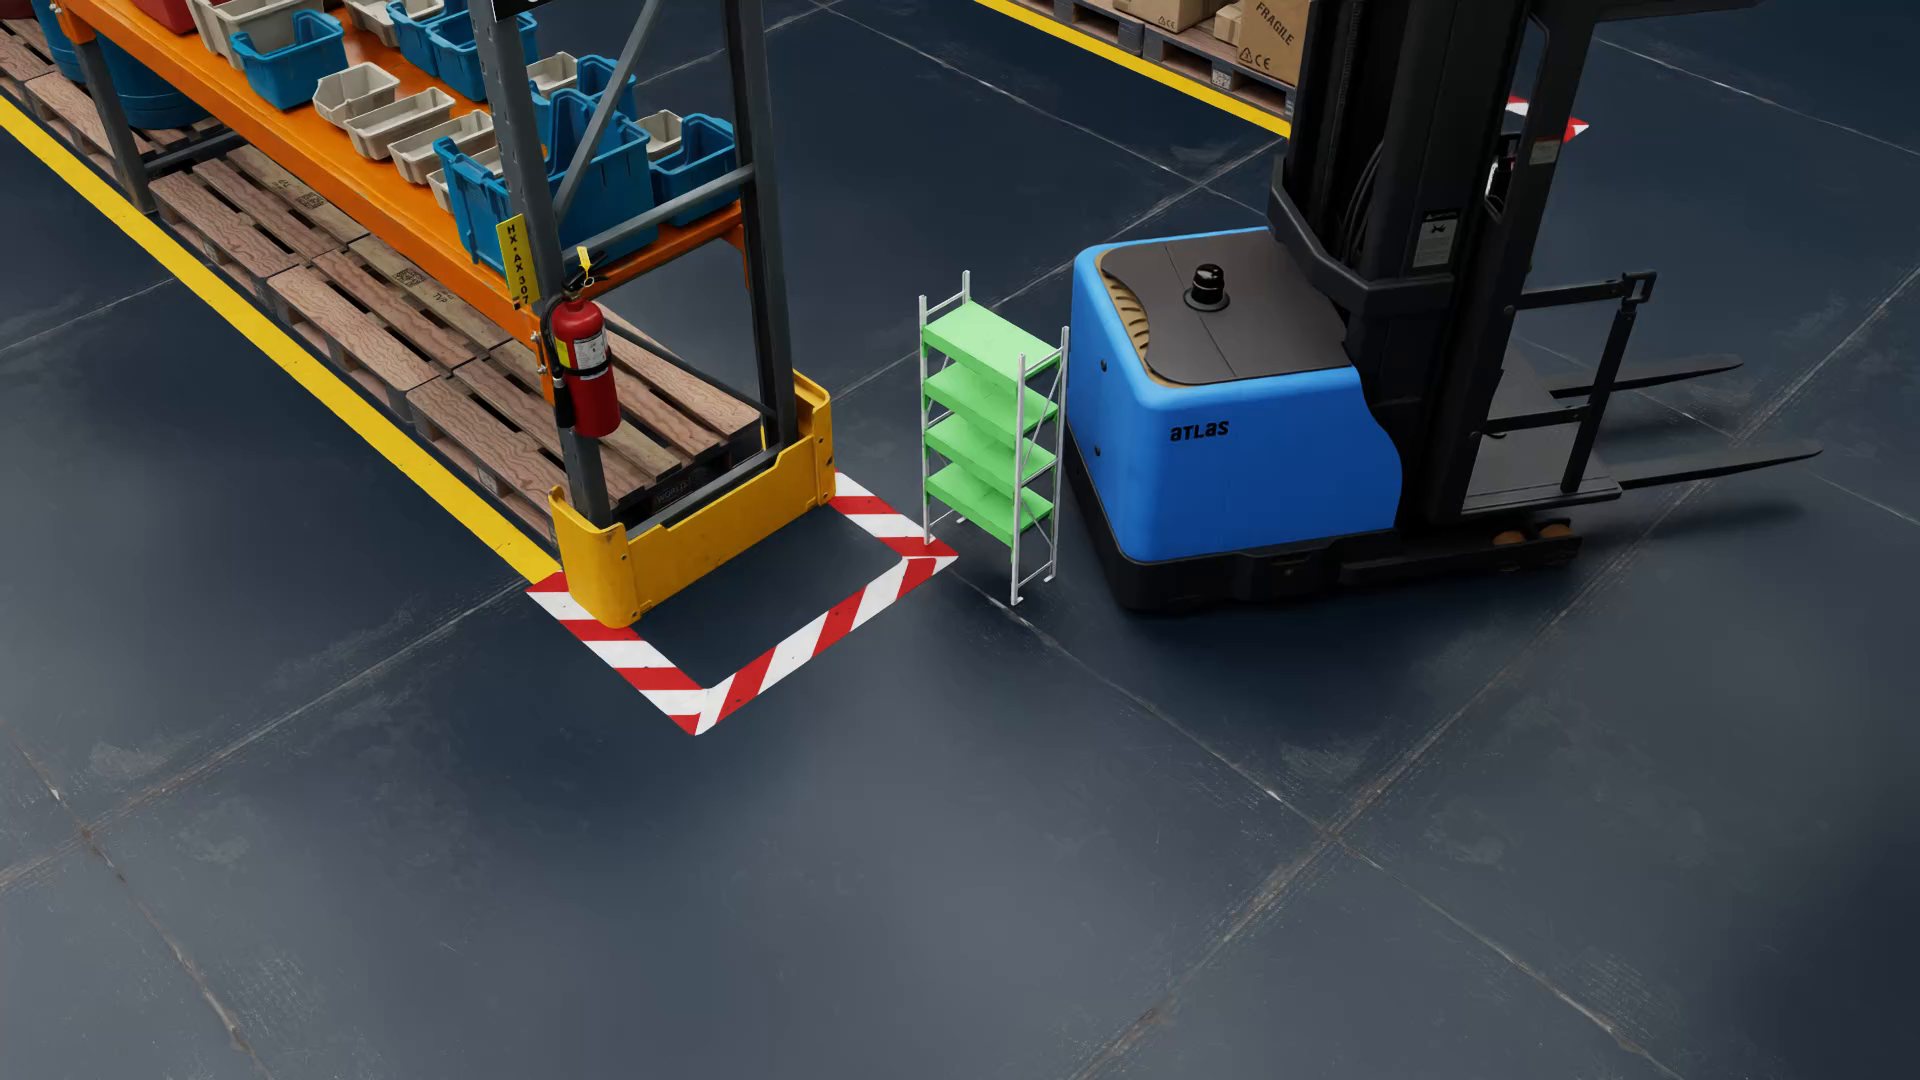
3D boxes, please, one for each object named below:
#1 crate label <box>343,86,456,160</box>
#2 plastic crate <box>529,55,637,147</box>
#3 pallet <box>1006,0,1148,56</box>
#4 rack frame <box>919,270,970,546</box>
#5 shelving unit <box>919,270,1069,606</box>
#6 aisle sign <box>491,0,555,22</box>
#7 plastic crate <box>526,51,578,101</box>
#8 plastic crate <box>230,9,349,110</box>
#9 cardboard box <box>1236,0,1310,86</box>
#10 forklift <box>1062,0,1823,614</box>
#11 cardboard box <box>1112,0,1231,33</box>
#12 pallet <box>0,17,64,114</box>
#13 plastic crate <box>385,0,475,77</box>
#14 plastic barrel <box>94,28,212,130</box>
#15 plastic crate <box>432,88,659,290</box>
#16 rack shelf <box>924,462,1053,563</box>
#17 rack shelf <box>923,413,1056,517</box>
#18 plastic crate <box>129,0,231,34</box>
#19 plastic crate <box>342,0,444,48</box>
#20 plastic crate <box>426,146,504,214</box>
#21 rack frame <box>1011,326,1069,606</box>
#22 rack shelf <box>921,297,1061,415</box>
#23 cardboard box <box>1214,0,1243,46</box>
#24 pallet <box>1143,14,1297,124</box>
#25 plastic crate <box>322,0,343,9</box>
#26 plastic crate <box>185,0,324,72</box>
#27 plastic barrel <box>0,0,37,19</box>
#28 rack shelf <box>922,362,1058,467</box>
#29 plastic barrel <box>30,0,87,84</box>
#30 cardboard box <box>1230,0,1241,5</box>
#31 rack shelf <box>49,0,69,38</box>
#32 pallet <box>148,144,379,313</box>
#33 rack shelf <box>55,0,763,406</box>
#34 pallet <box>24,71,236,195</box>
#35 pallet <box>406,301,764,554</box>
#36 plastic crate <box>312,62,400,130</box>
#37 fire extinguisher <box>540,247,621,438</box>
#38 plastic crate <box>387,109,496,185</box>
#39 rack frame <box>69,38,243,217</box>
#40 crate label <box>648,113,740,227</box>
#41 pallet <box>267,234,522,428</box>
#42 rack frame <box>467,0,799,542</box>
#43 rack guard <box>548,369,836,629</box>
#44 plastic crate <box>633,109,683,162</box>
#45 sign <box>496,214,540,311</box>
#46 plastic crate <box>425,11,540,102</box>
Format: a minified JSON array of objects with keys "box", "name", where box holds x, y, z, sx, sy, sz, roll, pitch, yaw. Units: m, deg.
[{"box":[-2.166,-1.608,6.430,0.396,0.136,0.243,-34,53,-31],"name":"crate label"},{"box":[-1.459,-1.663,6.418,0.416,0.233,0.300,-34,53,-31],"name":"plastic crate"},{"box":[0.982,-3.463,10.342,1.003,0.211,1.213,-34,53,-31],"name":"pallet"},{"box":[-0.055,-0.478,6.384,0.240,1.200,0.015,-34,53,-31],"name":"rack frame"},{"box":[0.117,-0.361,6.257,0.258,1.200,0.503,-34,53,-31],"name":"shelving unit"},{"box":[-1.210,-1.889,4.669,0.394,0.787,0.004,-34,53,-31],"name":"aisle sign"},{"box":[-1.641,-1.831,6.671,0.250,0.136,0.298,-34,53,-31],"name":"plastic crate"},{"box":[-2.685,-1.934,6.712,0.416,0.233,0.300,-34,53,-31],"name":"plastic crate"},{"box":[1.898,-2.868,9.162,0.500,0.500,0.500,-34,53,-31],"name":"cardboard box"},{"box":[1.994,-1.296,5.993,3.031,2.935,1.130,-8,43,-8],"name":"forklift"},{"box":[1.249,-3.247,9.756,0.500,0.250,0.500,-34,53,-31],"name":"cardboard box"},{"box":[-5.259,-2.984,9.824,1.003,0.211,1.213,-34,53,-31],"name":"pallet"},{"box":[-2.136,-2.123,6.917,0.416,0.233,0.300,-34,53,-31],"name":"plastic crate"},{"box":[-4.250,-2.685,8.682,0.600,0.901,0.708,-34,53,-31],"name":"plastic barrel"},{"box":[-1.422,-1.216,5.785,0.616,0.435,0.499,-34,53,-31],"name":"plastic crate"},{"box":[0.117,-0.138,6.463,0.258,0.148,0.480,-34,53,-31],"name":"rack shelf"},{"box":[0.117,-0.314,6.300,0.258,0.148,0.480,-34,53,-31],"name":"rack shelf"},{"box":[-3.425,-2.528,7.184,0.402,0.464,0.583,-34,53,-31],"name":"plastic crate"},{"box":[-2.435,-2.264,7.140,0.293,0.136,0.466,-34,53,-31],"name":"plastic crate"},{"box":[-1.757,-1.340,6.140,0.396,0.136,0.243,-34,53,-31],"name":"plastic crate"},{"box":[0.289,-0.244,6.130,0.240,1.200,0.015,-34,53,-31],"name":"rack frame"},{"box":[0.117,-0.667,5.974,0.258,0.148,0.480,-34,53,-31],"name":"rack shelf"},{"box":[1.676,-2.984,9.532,0.380,0.166,0.250,-34,53,-31],"name":"cardboard box"},{"box":[1.839,-2.877,9.708,1.003,0.211,1.213,-34,53,-31],"name":"pallet"},{"box":[-2.897,-2.543,7.451,0.437,0.125,0.590,-34,53,-31],"name":"plastic crate"},{"box":[-2.930,-2.188,6.951,0.437,0.282,0.530,-34,53,-31],"name":"plastic crate"},{"box":[-5.548,-3.453,9.744,0.600,0.588,0.708,-34,53,-31],"name":"plastic barrel"},{"box":[0.117,-0.490,6.137,0.258,0.148,0.480,-34,53,-31],"name":"rack shelf"},{"box":[-4.750,-3.025,9.050,0.600,0.901,0.708,-34,53,-31],"name":"plastic barrel"},{"box":[1.920,-3.271,9.781,0.500,0.250,0.500,-34,53,-31],"name":"cardboard box"},{"box":[-5.290,-3.728,9.105,1.077,0.370,4.000,-34,53,-31],"name":"rack shelf"},{"box":[-3.331,-1.673,8.405,1.003,0.211,1.213,-34,53,-31],"name":"pallet"},{"box":[-2.465,-1.806,7.025,1.077,0.370,4.000,-34,53,-31],"name":"rack shelf"},{"box":[-4.393,-2.398,9.190,1.003,0.211,1.213,-34,53,-31],"name":"pallet"},{"box":[-1.608,-0.500,7.136,1.003,0.211,1.213,-34,53,-31],"name":"pallet"},{"box":[-2.388,-1.741,6.574,0.298,0.136,0.250,-34,53,-31],"name":"plastic crate"},{"box":[-1.268,-0.654,5.579,0.296,0.674,0.183,-34,53,-31],"name":"fire extinguisher"},{"box":[-1.952,-1.486,6.298,0.396,0.136,0.243,-34,53,-31],"name":"plastic crate"},{"box":[-3.878,-3.032,7.820,1.000,3.000,0.127,-34,53,-31],"name":"rack frame"},{"box":[-0.994,-1.346,6.076,0.416,0.233,0.303,-34,53,-31],"name":"crate label"},{"box":[-2.465,-1.086,7.770,1.003,0.211,1.213,-34,53,-31],"name":"pallet"},{"box":[-1.053,-1.109,5.740,1.000,3.000,0.127,-34,53,-31],"name":"rack frame"},{"box":[-1.027,-0.186,6.583,1.175,0.500,0.348,-34,53,-31],"name":"rack guard"},{"box":[-1.162,-1.505,6.318,0.250,0.136,0.298,-34,53,-31],"name":"plastic crate"},{"box":[-1.431,-0.898,5.391,0.100,0.325,0.005,-34,53,-31],"name":"sign"},{"box":[-1.924,-1.979,6.761,0.416,0.233,0.300,-34,53,-31],"name":"plastic crate"}]
